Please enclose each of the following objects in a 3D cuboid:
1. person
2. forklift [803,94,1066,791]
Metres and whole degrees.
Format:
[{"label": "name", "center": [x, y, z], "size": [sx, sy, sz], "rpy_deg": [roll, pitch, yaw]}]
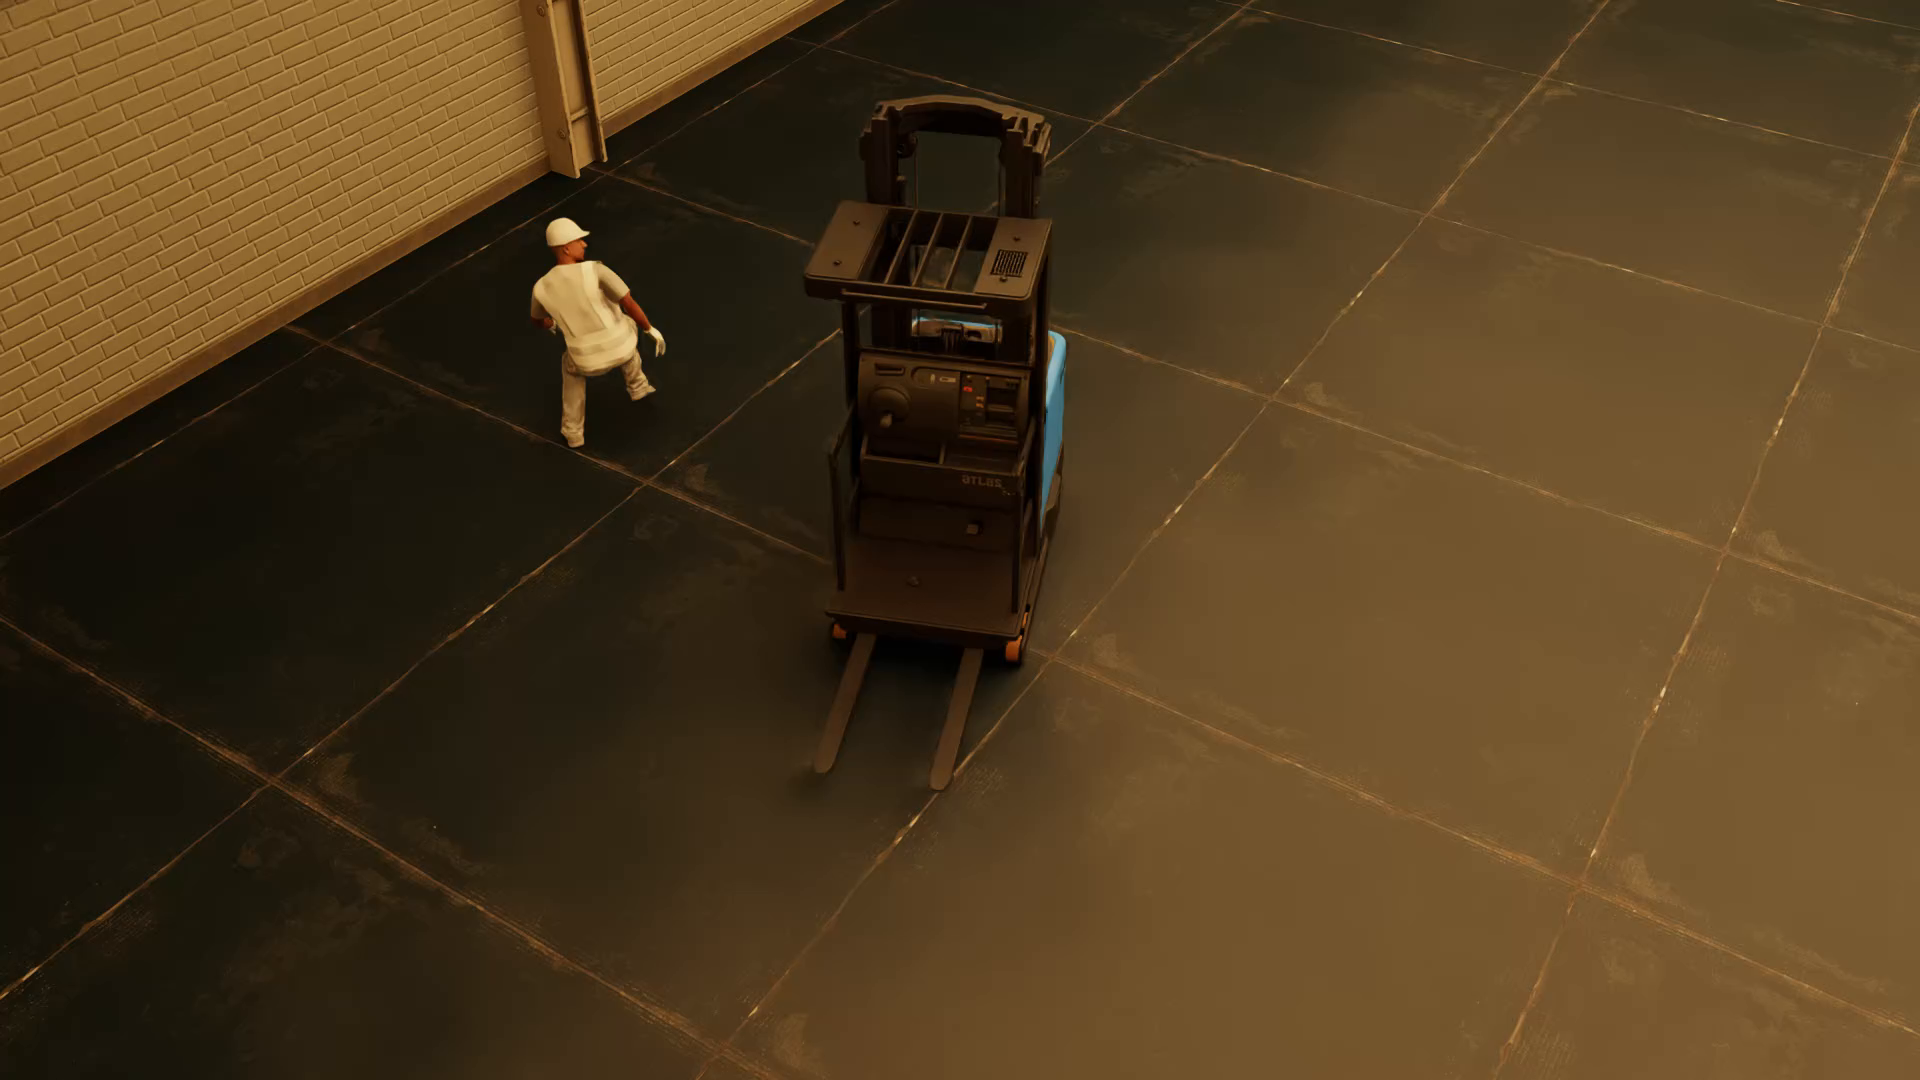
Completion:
[{"label": "person", "center": [-2.321, -1.363, 10.688], "size": [0.822, 1.540, 0.719], "rpy_deg": [-7, 41, -8]}, {"label": "forklift", "center": [-0.129, -0.684, 8.774], "size": [1.130, 2.935, 3.031], "rpy_deg": [7, 41, 8]}]
